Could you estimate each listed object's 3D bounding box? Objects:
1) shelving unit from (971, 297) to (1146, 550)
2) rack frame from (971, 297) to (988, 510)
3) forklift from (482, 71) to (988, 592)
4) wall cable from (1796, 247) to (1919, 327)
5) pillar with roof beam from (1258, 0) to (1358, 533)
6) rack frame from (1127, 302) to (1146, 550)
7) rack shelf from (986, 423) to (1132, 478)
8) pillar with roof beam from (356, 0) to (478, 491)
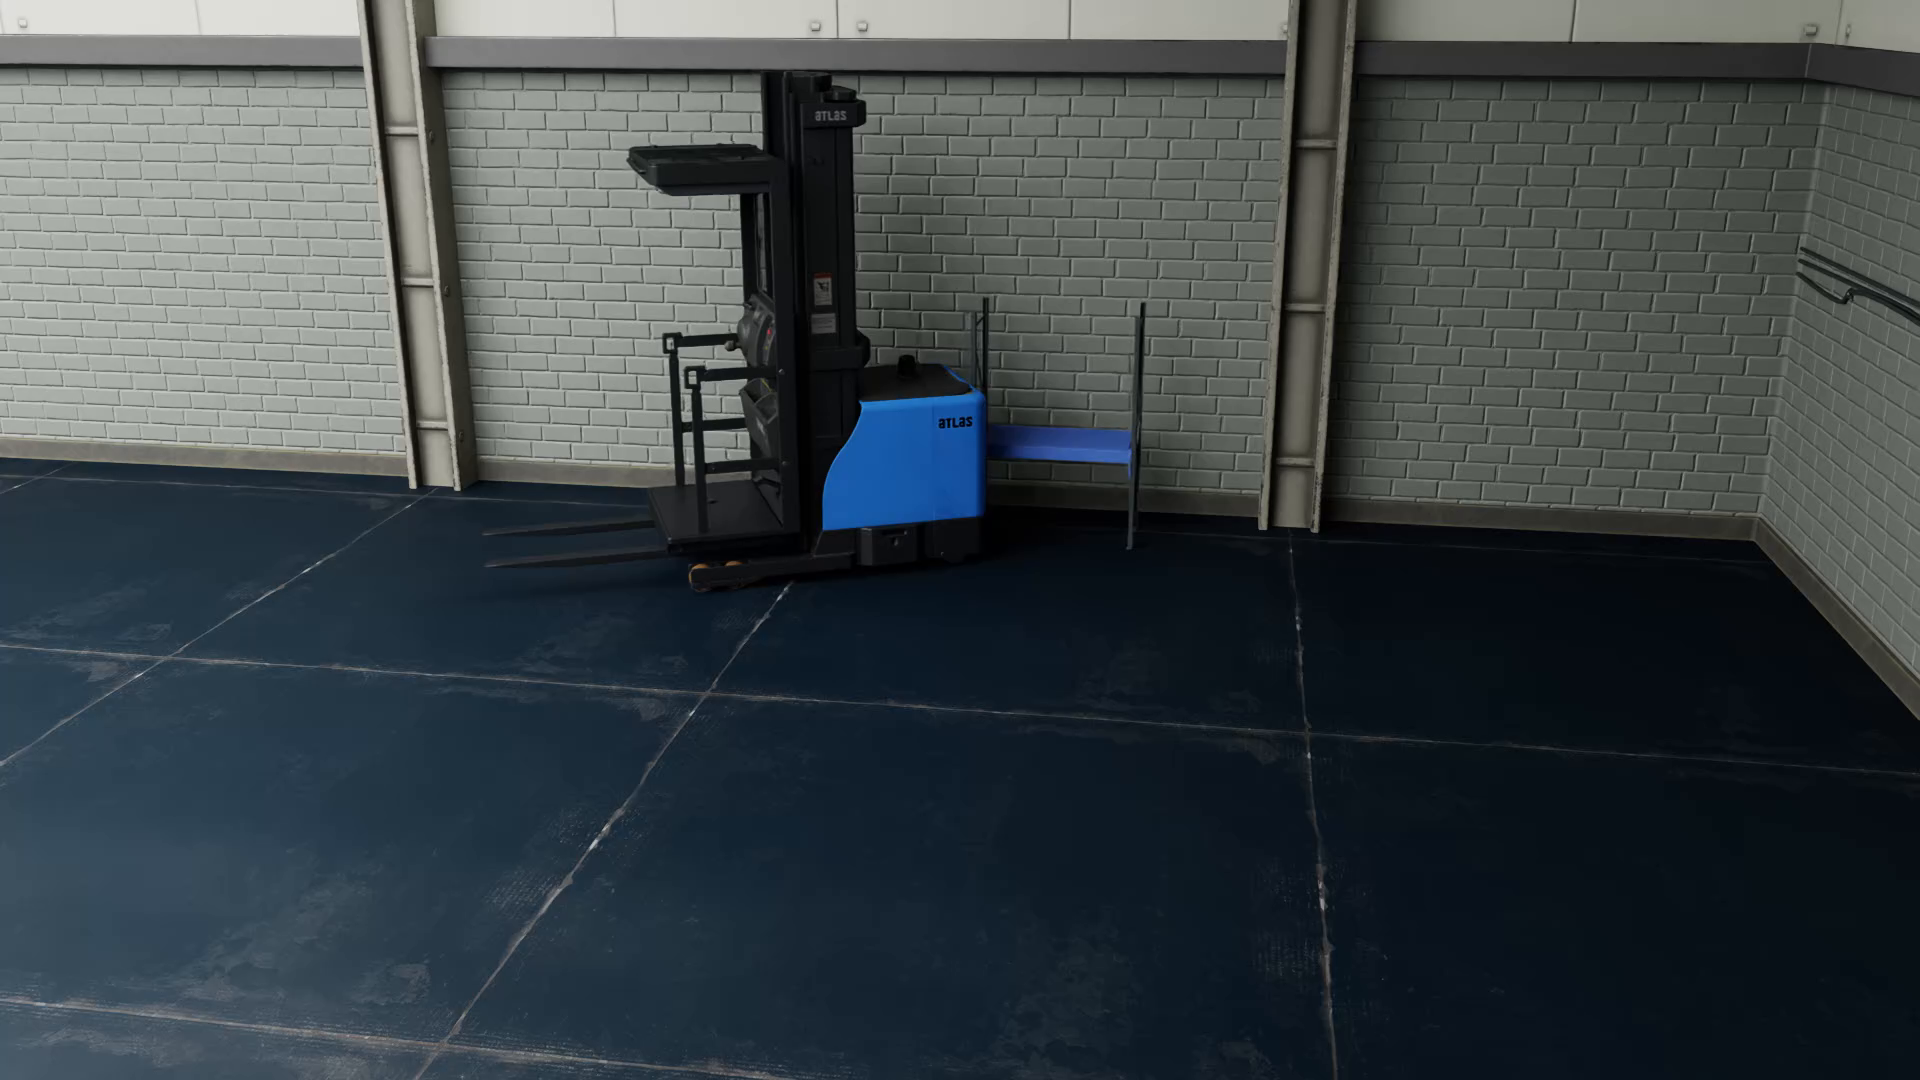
[{"bbox_3d":[0.628,-0.756,10.699,1.048,1.500,0.538,3,19,9],"label":"shelving unit"},{"bbox_3d":[0.127,-0.784,10.782,0.032,1.500,0.500,3,19,9],"label":"rack frame"},{"bbox_3d":[-1.401,-1.265,9.966,3.031,2.935,1.130,-5,19,-16],"label":"forklift"},{"bbox_3d":[4.897,-2.340,8.508,0.112,2.526,3.097,3,19,9],"label":"wall cable"},{"bbox_3d":[1.515,-3.026,5.666,0.400,9.000,9.100,3,19,9],"label":"pillar with roof beam"},{"bbox_3d":[1.128,-0.728,10.615,0.032,1.500,0.500,3,19,9],"label":"rack frame"},{"bbox_3d":[0.628,-0.585,10.756,1.000,0.185,0.538,3,19,9],"label":"rack shelf"},{"bbox_3d":[-4.409,-3.328,6.568,0.400,9.000,9.100,3,19,9],"label":"pillar with roof beam"}]
